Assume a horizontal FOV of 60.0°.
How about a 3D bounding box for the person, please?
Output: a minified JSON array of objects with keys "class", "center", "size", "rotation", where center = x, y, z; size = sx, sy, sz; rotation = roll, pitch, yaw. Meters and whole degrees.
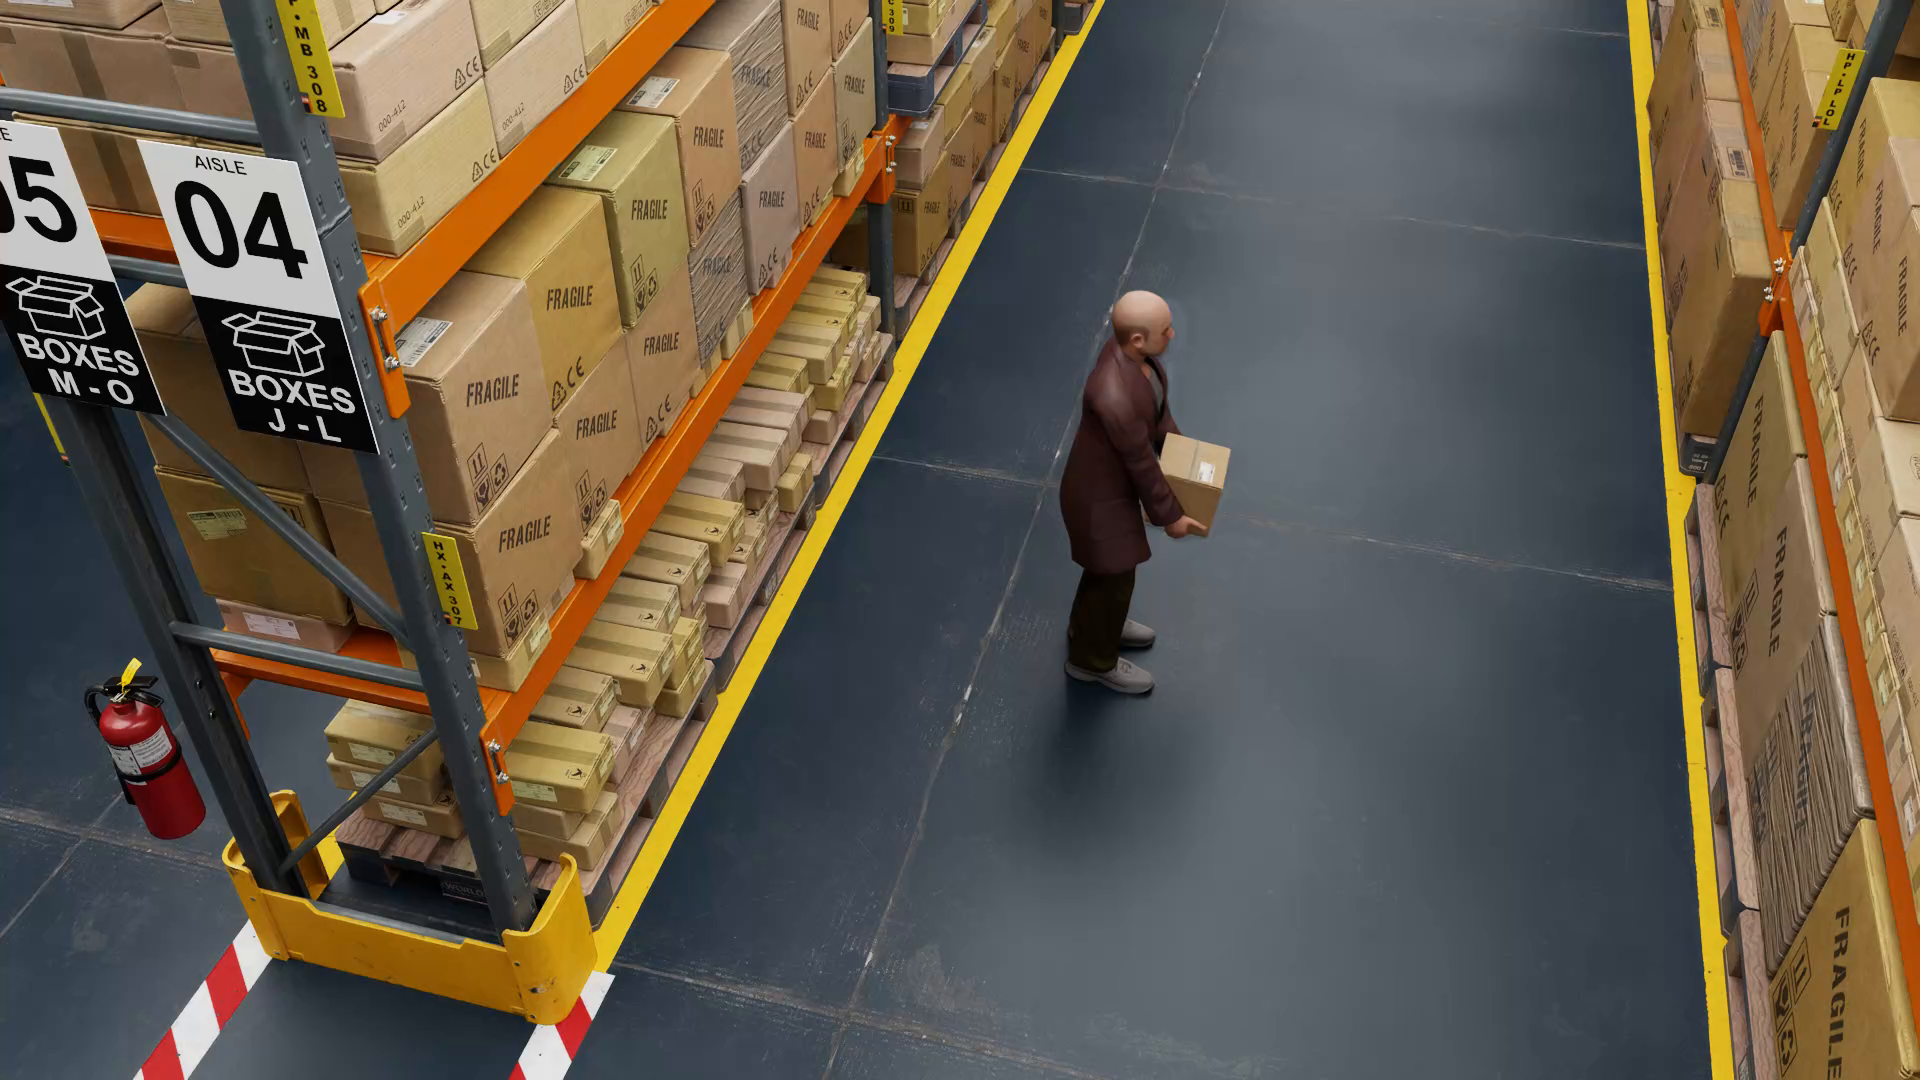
[{"class":"person","center":[0.675,-0.170,6.374],"size":[0.575,1.776,0.525],"rotation":[9,41,11]}]
